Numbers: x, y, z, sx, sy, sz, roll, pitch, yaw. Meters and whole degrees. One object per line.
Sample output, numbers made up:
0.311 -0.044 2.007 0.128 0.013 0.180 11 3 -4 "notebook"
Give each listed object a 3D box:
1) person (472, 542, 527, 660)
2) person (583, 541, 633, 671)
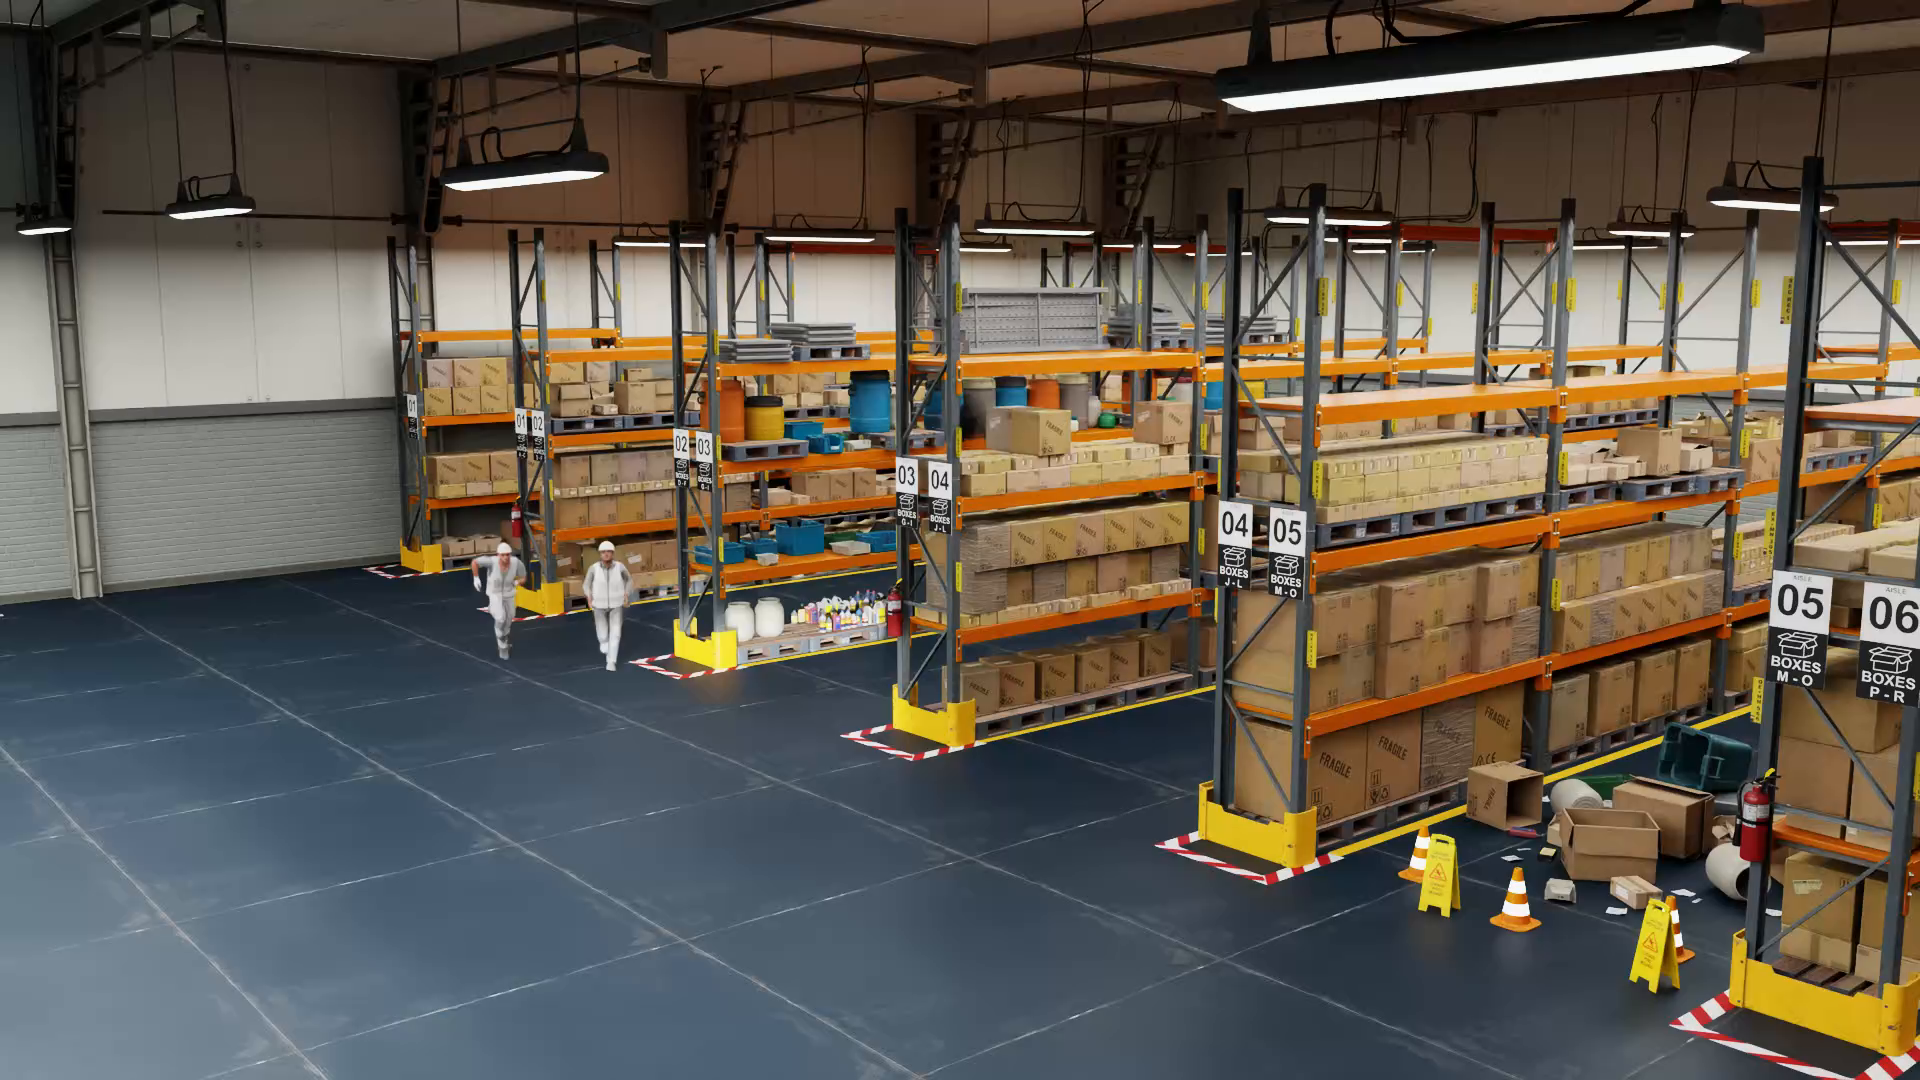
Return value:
-6.384 0.829 23.101 0.716 1.695 0.994 -3 9 -22 "person"
-4.761 0.867 22.542 0.675 1.735 0.765 -2 9 -12 "person"
